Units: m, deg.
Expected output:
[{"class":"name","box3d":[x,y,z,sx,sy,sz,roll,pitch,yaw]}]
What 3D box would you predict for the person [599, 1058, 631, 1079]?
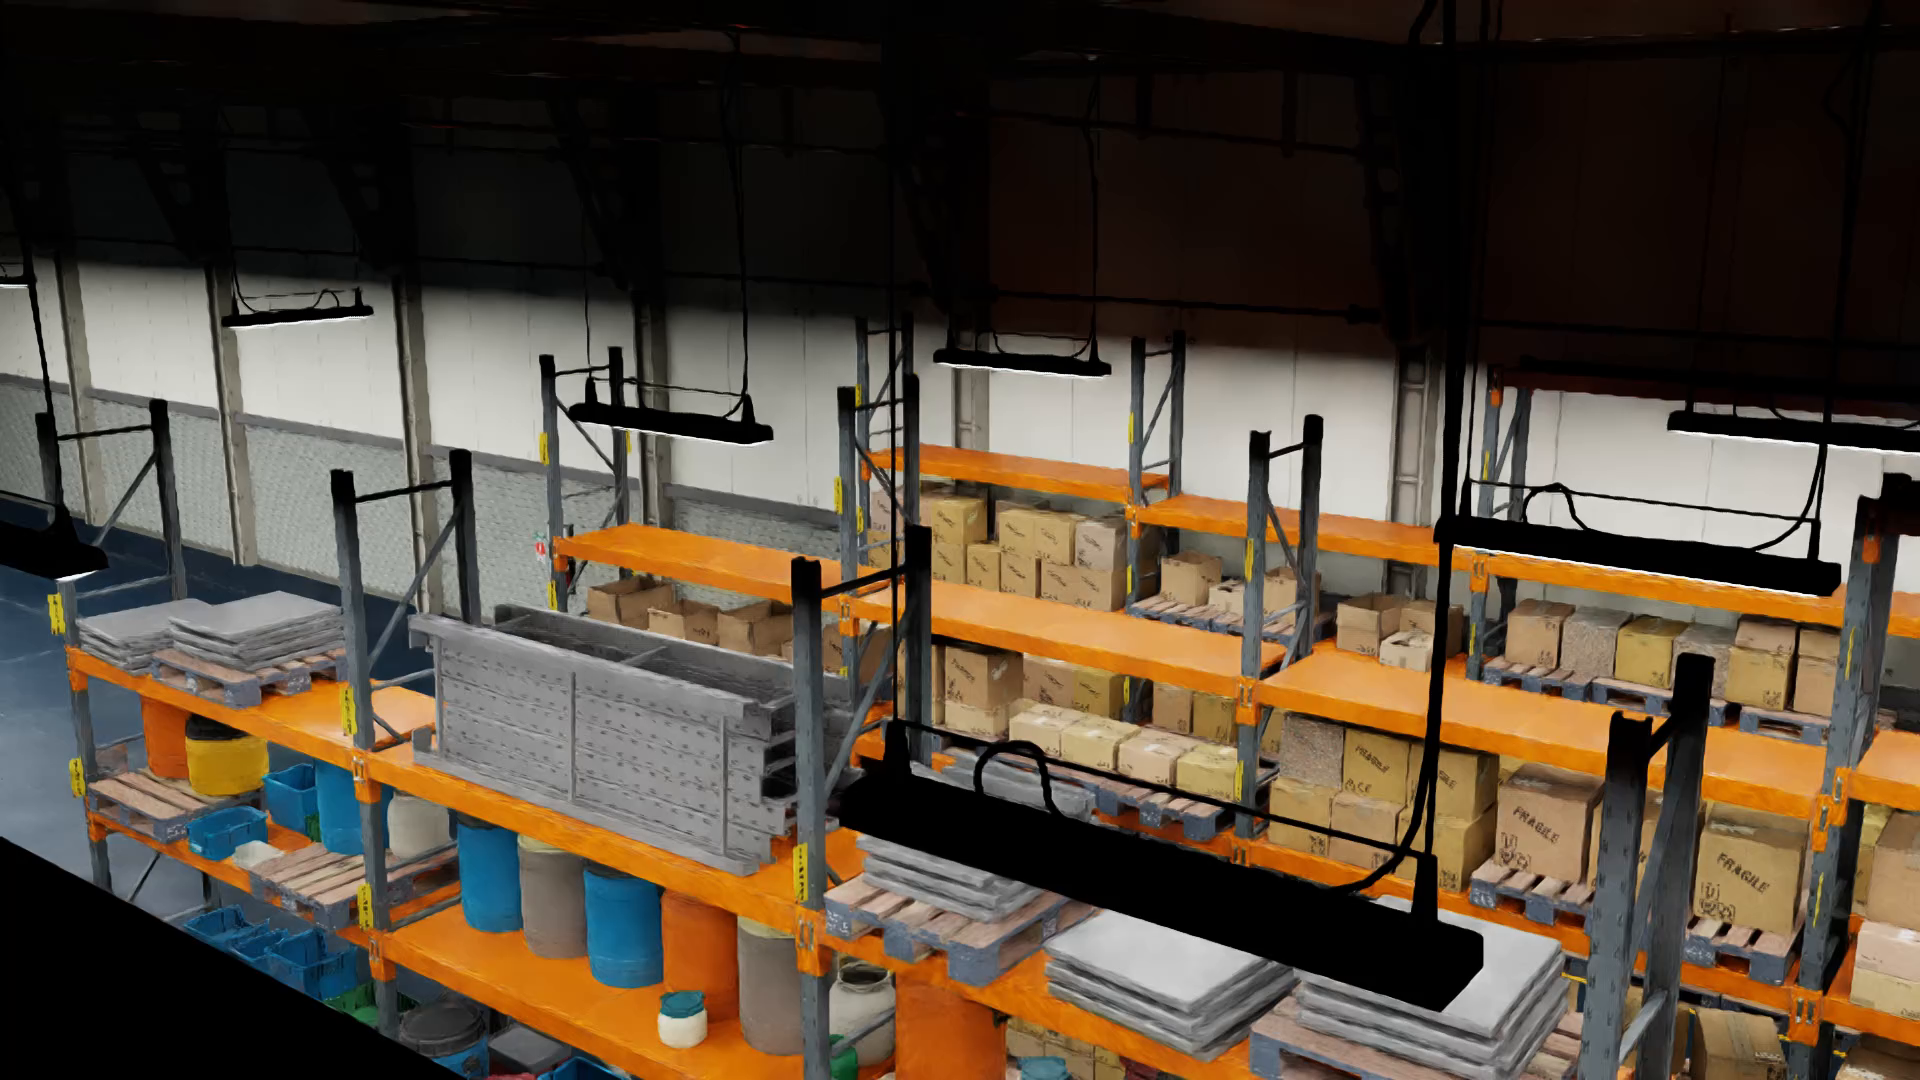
[{"class":"person","box3d":[-2.922,4.023,14.081,0.591,1.746,0.951,-10,16,-36]}]
